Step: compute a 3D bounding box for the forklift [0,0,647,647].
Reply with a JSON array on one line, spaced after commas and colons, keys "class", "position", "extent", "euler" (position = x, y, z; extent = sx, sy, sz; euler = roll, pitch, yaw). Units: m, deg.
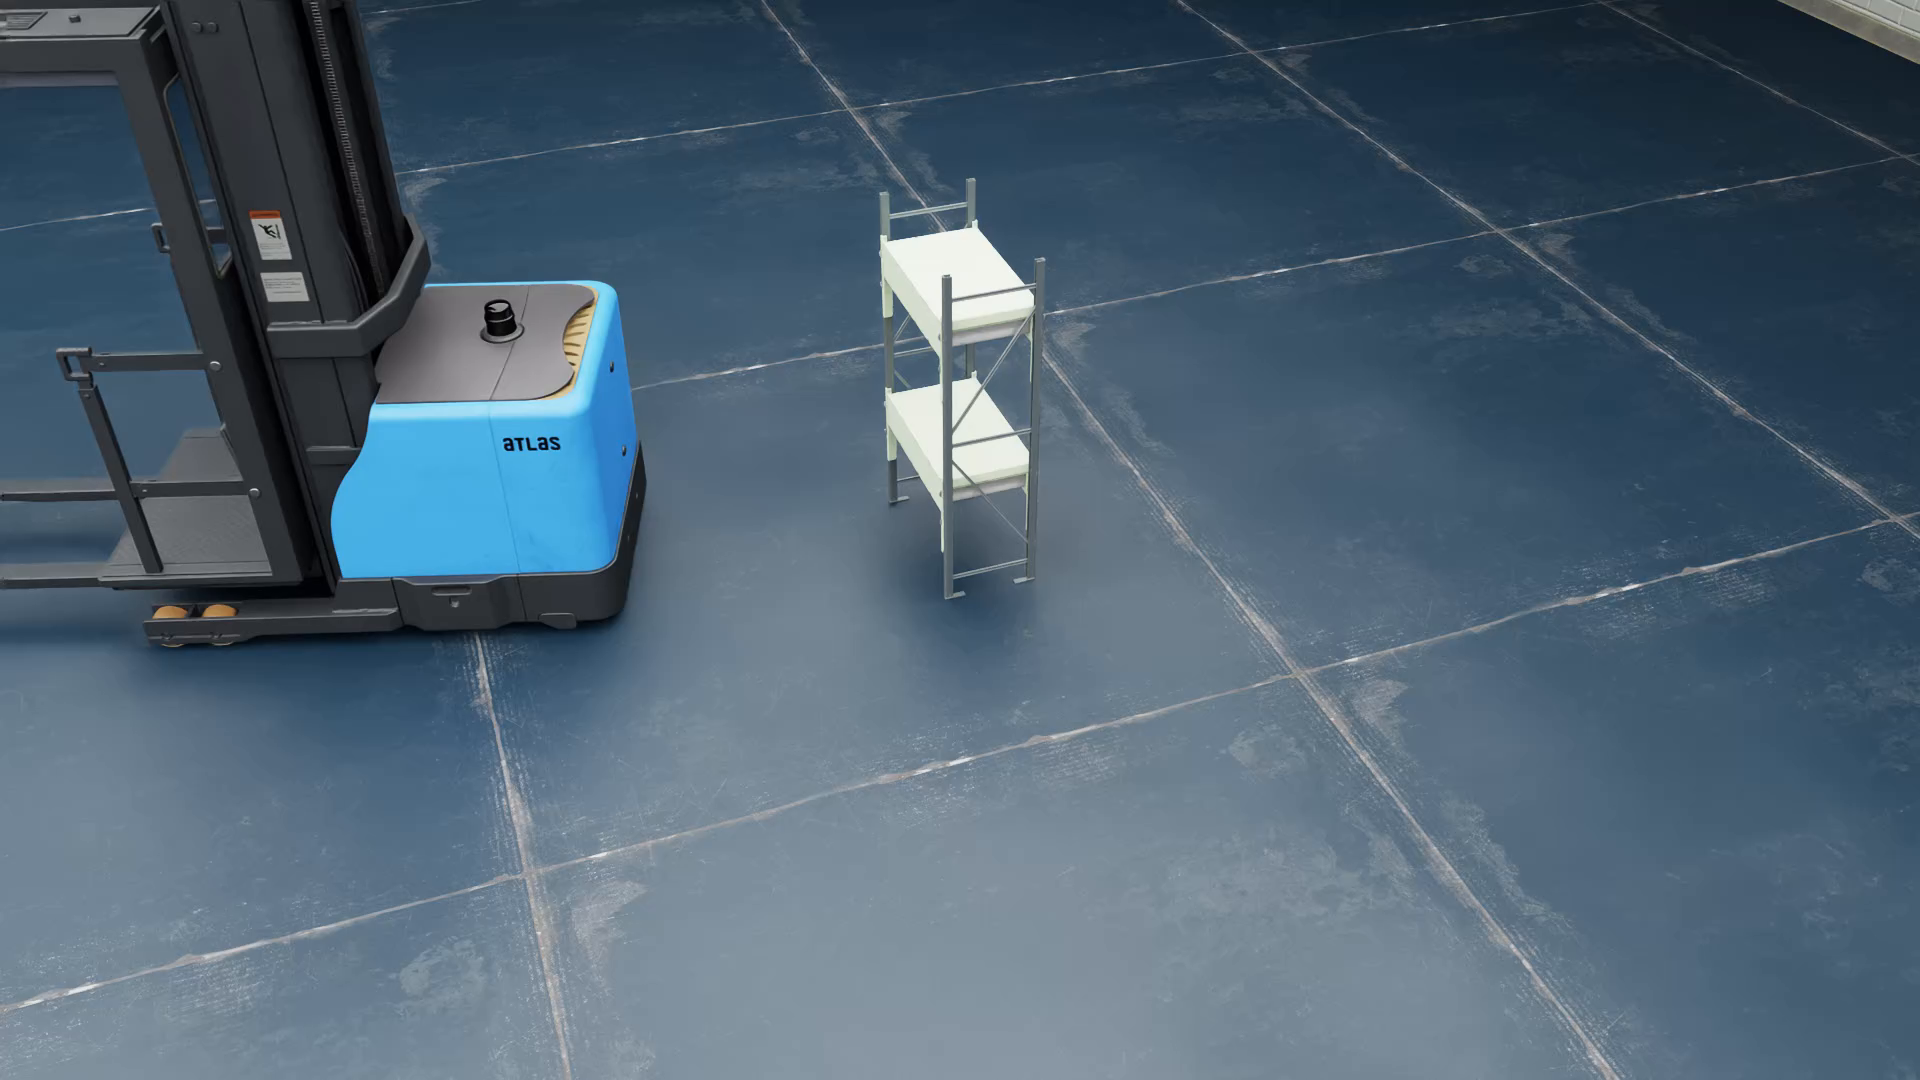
[{"class": "forklift", "position": [-2.900, -1.068, 6.231], "extent": [3.031, 2.935, 1.130], "euler": [-2, 37, -2]}]

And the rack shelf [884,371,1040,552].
[{"class": "rack shelf", "position": [-0.002, -0.342, 7.000], "extent": [0.431, 0.370, 0.720], "euler": [-12, 39, -16]}]

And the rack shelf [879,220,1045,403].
[{"class": "rack shelf", "position": [-0.002, -0.915, 6.569], "extent": [0.431, 0.370, 0.720], "euler": [-12, 39, -16]}]

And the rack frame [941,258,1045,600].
[{"class": "rack frame", "position": [0.124, -0.396, 6.529], "extent": [0.400, 1.500, 0.023], "euler": [-12, 39, -16]}]

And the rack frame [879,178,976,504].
[{"class": "rack frame", "position": [-0.128, -0.810, 7.078], "extent": [0.400, 1.500, 0.023], "euler": [-12, 39, -16]}]

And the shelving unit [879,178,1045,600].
[{"class": "shelving unit", "position": [-0.002, -0.603, 6.804], "extent": [0.431, 1.500, 0.755], "euler": [-12, 39, -16]}]
